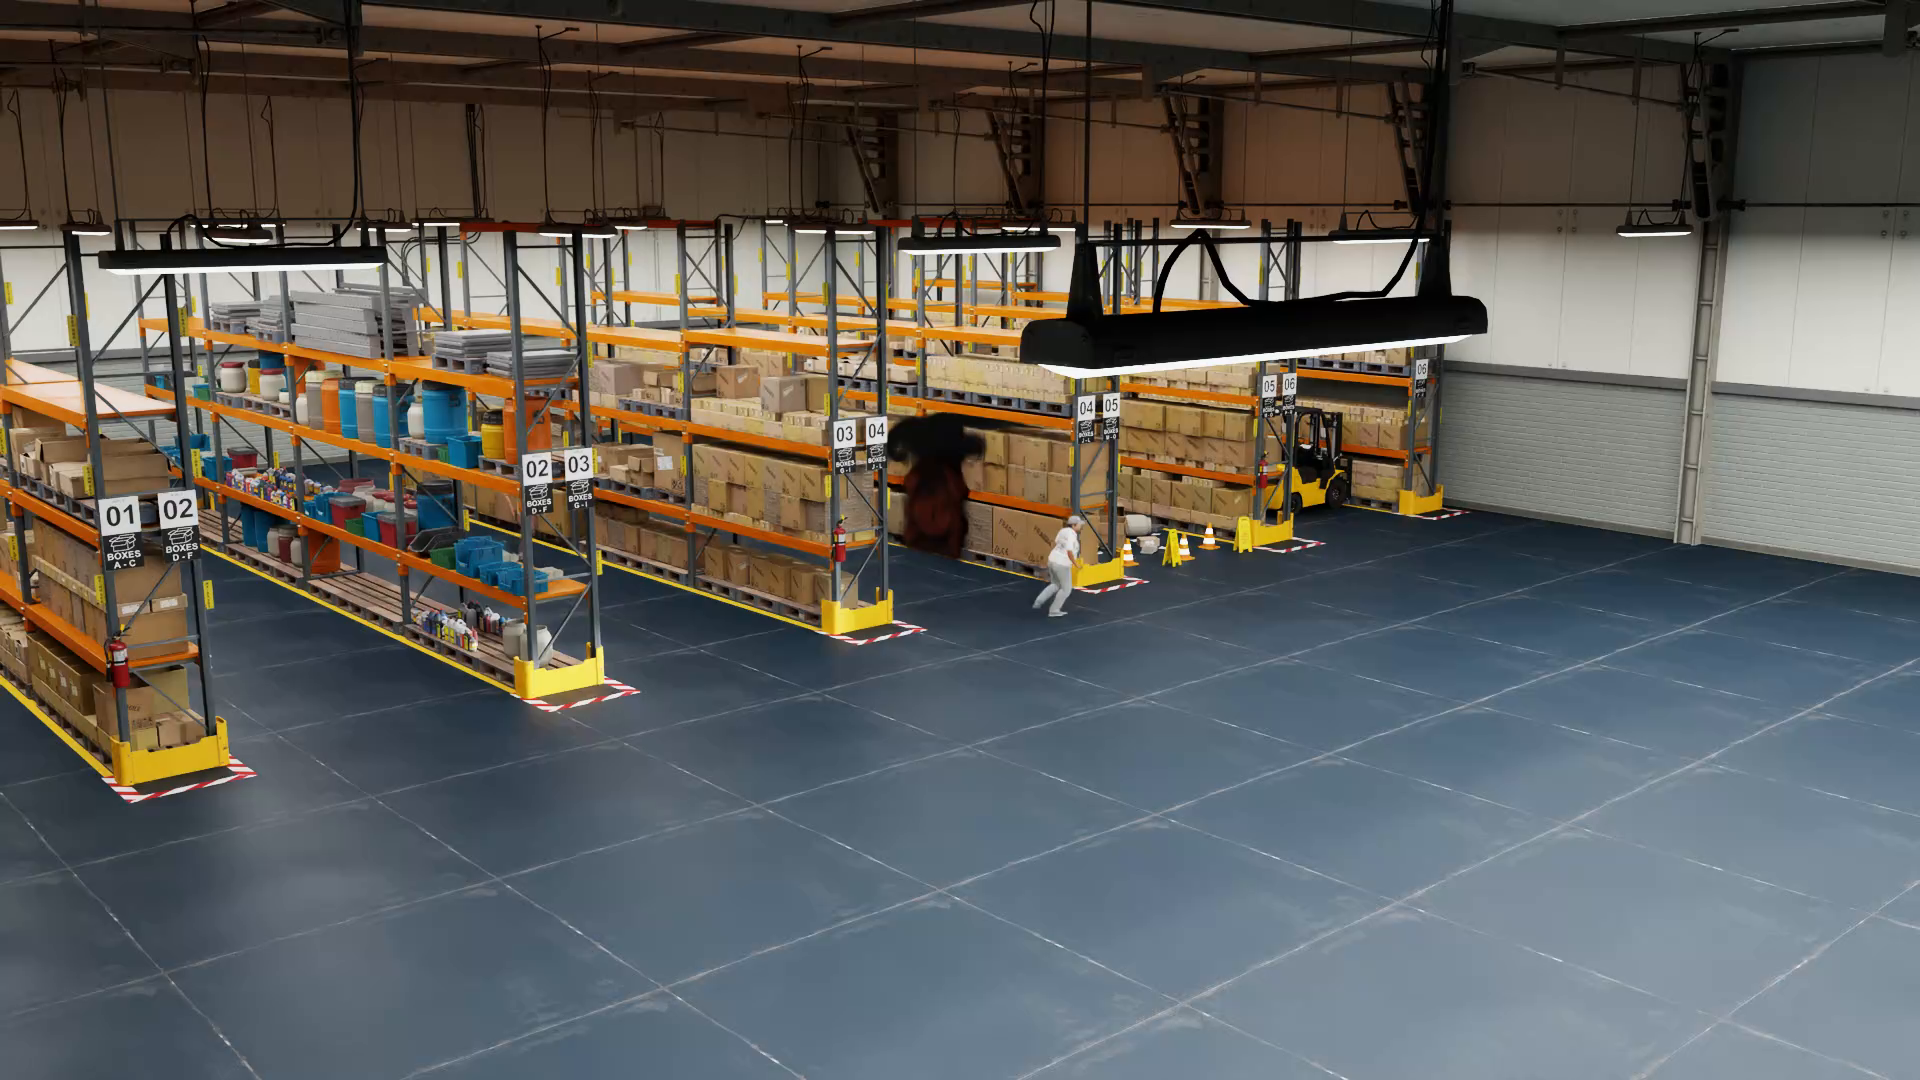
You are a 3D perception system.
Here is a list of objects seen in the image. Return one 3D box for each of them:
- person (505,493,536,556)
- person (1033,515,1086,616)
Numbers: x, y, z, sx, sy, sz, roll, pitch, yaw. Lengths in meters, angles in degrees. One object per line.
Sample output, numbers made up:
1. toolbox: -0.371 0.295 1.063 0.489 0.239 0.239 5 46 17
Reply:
1. person: -7.754 -0.426 29.755 0.689 1.689 0.564 10 15 42
2. person: 1.553 0.399 25.891 0.777 1.586 0.593 -4 12 -18
